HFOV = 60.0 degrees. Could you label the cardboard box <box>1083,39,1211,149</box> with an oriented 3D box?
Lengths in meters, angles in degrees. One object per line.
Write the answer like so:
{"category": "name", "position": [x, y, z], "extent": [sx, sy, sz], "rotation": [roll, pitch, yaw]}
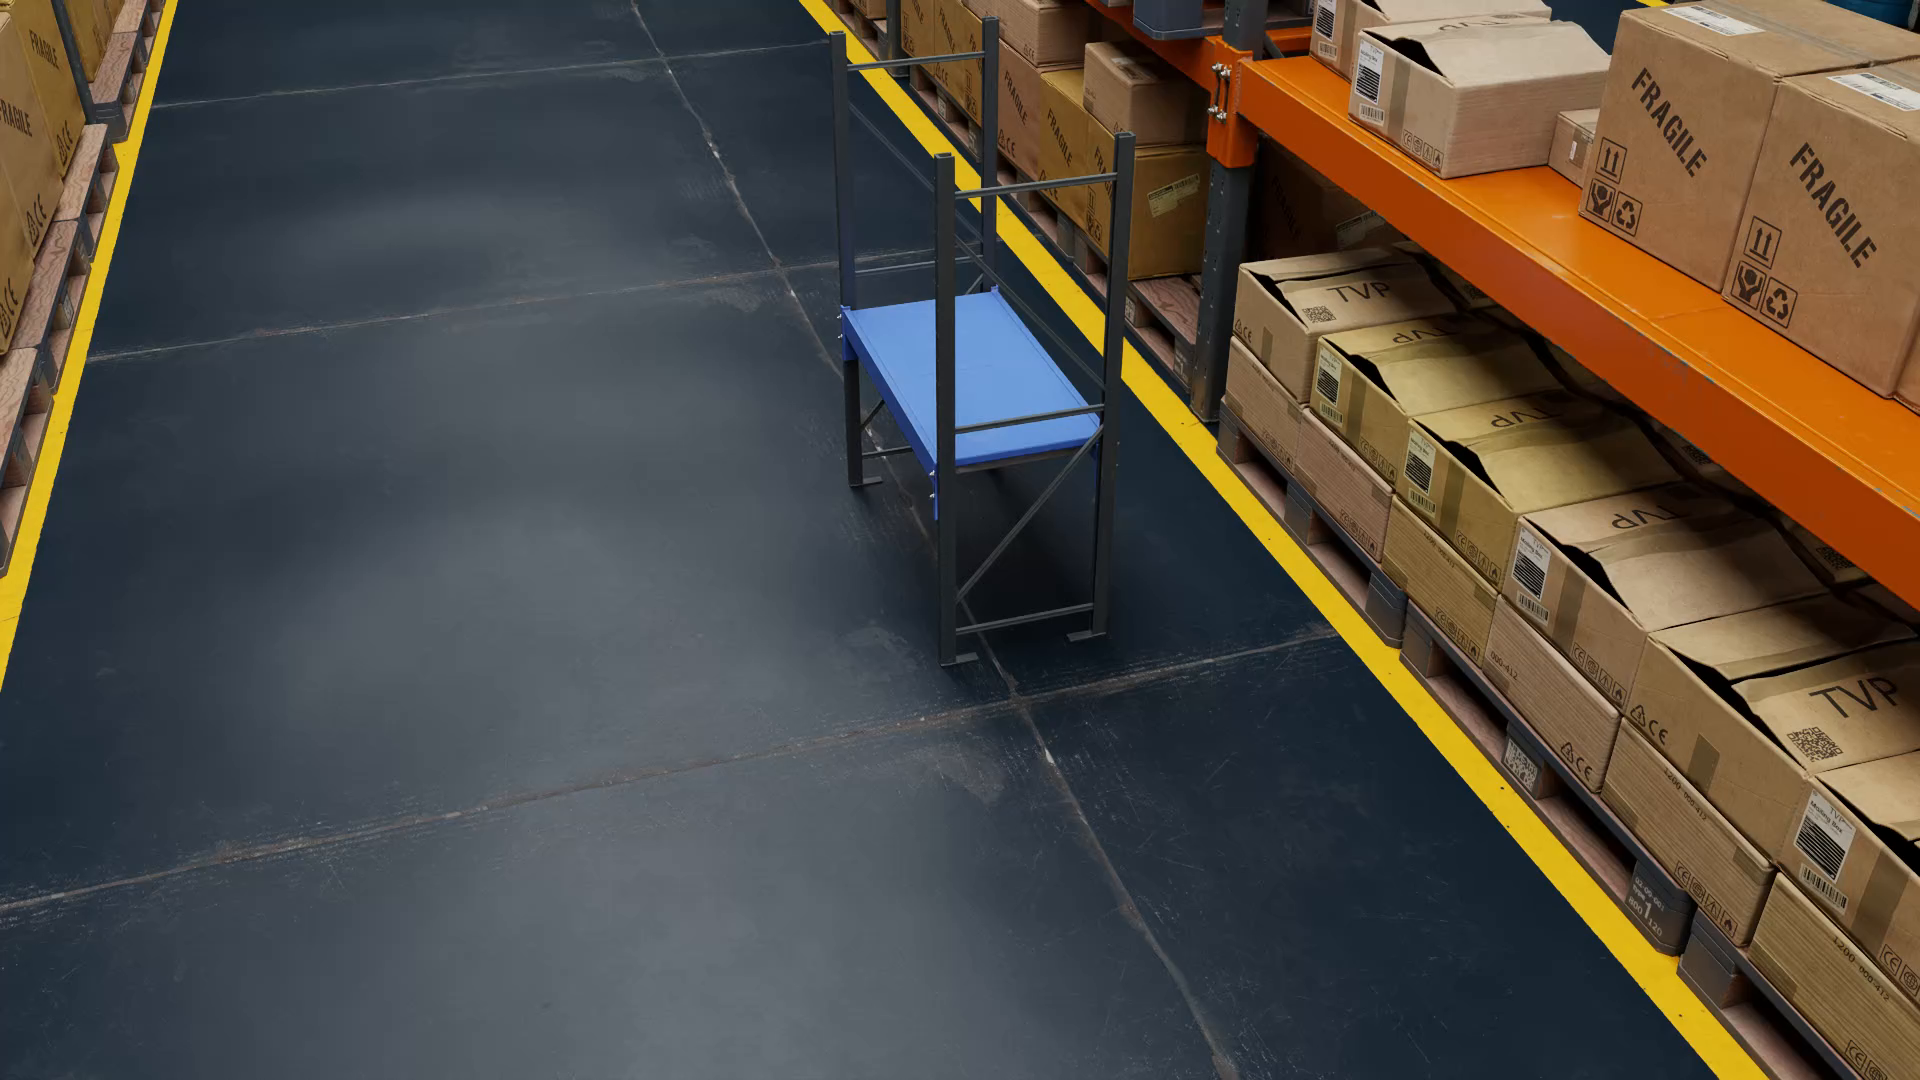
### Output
{"category": "cardboard box", "position": [0.786, -1.705, 6.297], "extent": [0.500, 0.250, 0.500], "rotation": [-9, 34, -13]}

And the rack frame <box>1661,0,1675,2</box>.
{"category": "rack frame", "position": [4.814, -4.702, 9.644], "extent": [1.000, 3.000, 0.127], "rotation": [-10, 35, -15]}

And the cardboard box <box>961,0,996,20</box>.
{"category": "cardboard box", "position": [0.316, -2.504, 7.507], "extent": [0.500, 0.250, 0.500], "rotation": [-10, 35, -15]}

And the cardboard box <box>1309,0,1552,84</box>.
{"category": "cardboard box", "position": [1.385, -1.535, 4.933], "extent": [0.500, 0.311, 0.500], "rotation": [-8, 34, -12]}

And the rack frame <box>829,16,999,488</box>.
{"category": "rack frame", "position": [-0.129, -0.848, 5.173], "extent": [0.500, 1.500, 0.032], "rotation": [-10, 35, -15]}

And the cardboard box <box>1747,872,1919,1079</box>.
{"category": "cardboard box", "position": [1.981, 0.867, 3.331], "extent": [0.500, 0.250, 0.500], "rotation": [-11, 35, -15]}

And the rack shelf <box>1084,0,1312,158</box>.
{"category": "rack shelf", "position": [0.706, -2.521, 6.996], "extent": [1.077, 0.370, 4.000], "rotation": [-10, 35, -15]}

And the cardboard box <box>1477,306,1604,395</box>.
{"category": "cardboard box", "position": [1.875, -0.527, 4.932], "extent": [0.500, 0.311, 0.500], "rotation": [-11, 35, -15]}

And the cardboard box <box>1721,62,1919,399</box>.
{"category": "cardboard box", "position": [2.004, -0.658, 3.434], "extent": [0.500, 0.500, 0.500], "rotation": [-10, 35, -15]}

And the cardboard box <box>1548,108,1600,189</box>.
{"category": "cardboard box", "position": [1.759, -1.006, 4.279], "extent": [0.380, 0.149, 0.250], "rotation": [-8, 34, -11]}

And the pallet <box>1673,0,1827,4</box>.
{"category": "pallet", "position": [5.010, -3.126, 9.790], "extent": [1.003, 0.211, 1.213], "rotation": [-10, 35, -15]}

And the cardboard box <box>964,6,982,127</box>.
{"category": "cardboard box", "position": [0.330, -2.175, 7.688], "extent": [0.500, 0.500, 0.500], "rotation": [-10, 35, -14]}

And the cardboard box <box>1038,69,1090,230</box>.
{"category": "cardboard box", "position": [0.650, -1.635, 6.871], "extent": [0.500, 0.500, 0.500], "rotation": [-11, 35, -16]}

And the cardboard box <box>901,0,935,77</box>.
{"category": "cardboard box", "position": [0.011, -2.716, 8.508], "extent": [0.500, 0.500, 0.500], "rotation": [-12, 35, -17]}

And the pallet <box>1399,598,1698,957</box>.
{"category": "pallet", "position": [1.898, 0.471, 4.346], "extent": [1.003, 0.211, 1.213], "rotation": [-10, 35, -15]}

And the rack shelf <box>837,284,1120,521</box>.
{"category": "rack shelf", "position": [0.026, -0.431, 4.868], "extent": [0.538, 0.185, 1.000], "rotation": [-10, 35, -15]}

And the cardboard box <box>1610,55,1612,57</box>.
{"category": "cardboard box", "position": [1.853, -1.240, 4.634], "extent": [0.380, 0.149, 0.250], "rotation": [-10, 35, -15]}

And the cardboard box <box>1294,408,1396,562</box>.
{"category": "cardboard box", "position": [1.350, -0.211, 4.961], "extent": [0.500, 0.250, 0.500], "rotation": [-11, 35, -16]}

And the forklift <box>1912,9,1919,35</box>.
{"category": "forklift", "position": [4.018, -2.038, 5.676], "extent": [1.130, 2.935, 3.031], "rotation": [-5, 34, -7]}

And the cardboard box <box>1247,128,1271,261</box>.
{"category": "cardboard box", "position": [1.284, -1.472, 6.625], "extent": [0.500, 0.500, 0.500], "rotation": [-11, 35, -16]}

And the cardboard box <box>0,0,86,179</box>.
{"category": "cardboard box", "position": [-4.299, -1.995, 7.117], "extent": [0.750, 0.750, 0.750], "rotation": [-10, 35, -14]}

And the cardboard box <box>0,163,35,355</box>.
{"category": "cardboard box", "position": [-3.761, -1.083, 5.737], "extent": [0.750, 0.750, 0.750], "rotation": [-10, 35, -15]}

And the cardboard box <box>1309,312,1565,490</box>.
{"category": "cardboard box", "position": [1.364, -0.434, 4.790], "extent": [0.500, 0.311, 0.500], "rotation": [-11, 35, -16]}

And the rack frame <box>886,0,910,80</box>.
{"category": "rack frame", "position": [0.096, -3.871, 8.387], "extent": [1.000, 3.000, 0.127], "rotation": [-10, 35, -15]}

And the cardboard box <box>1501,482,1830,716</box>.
{"category": "cardboard box", "position": [1.675, 0.104, 3.976], "extent": [0.500, 0.311, 0.500], "rotation": [-10, 35, -15]}

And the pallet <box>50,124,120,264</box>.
{"category": "pallet", "position": [-4.314, -1.480, 7.298], "extent": [1.003, 0.211, 1.213], "rotation": [-10, 35, -15]}

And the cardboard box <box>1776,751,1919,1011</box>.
{"category": "cardboard box", "position": [1.975, 0.631, 3.179], "extent": [0.500, 0.311, 0.500], "rotation": [-9, 35, -13]}

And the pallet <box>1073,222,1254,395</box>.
{"category": "pallet", "position": [1.124, -1.006, 6.580], "extent": [1.003, 0.211, 1.213], "rotation": [-10, 35, -15]}

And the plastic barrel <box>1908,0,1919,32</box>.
{"category": "plastic barrel", "position": [5.267, -2.867, 8.744], "extent": [0.421, 0.512, 0.421], "rotation": [0, 33, 0]}

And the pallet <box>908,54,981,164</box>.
{"category": "pallet", "position": [0.380, -2.287, 8.519], "extent": [1.003, 0.211, 1.213], "rotation": [-10, 35, -15]}

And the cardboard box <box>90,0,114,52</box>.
{"category": "cardboard box", "position": [-4.901, -2.842, 8.717], "extent": [0.700, 0.500, 0.500], "rotation": [-10, 35, -15]}

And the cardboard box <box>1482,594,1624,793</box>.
{"category": "cardboard box", "position": [1.671, 0.331, 4.142], "extent": [0.500, 0.250, 0.500], "rotation": [-9, 35, -14]}

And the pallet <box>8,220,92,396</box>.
{"category": "pallet", "position": [-3.938, -0.838, 6.327], "extent": [1.003, 0.211, 1.213], "rotation": [-10, 35, -15]}

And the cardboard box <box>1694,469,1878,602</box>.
{"category": "cardboard box", "position": [2.177, 0.002, 4.131], "extent": [0.500, 0.311, 0.500], "rotation": [-9, 35, -13]}

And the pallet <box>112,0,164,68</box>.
{"category": "pallet", "position": [-5.154, -2.926, 9.487], "extent": [1.003, 0.211, 1.213], "rotation": [-10, 35, -15]}

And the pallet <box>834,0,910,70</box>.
{"category": "pallet", "position": [-0.113, -3.068, 9.702], "extent": [1.003, 0.211, 1.213], "rotation": [-10, 35, -15]}

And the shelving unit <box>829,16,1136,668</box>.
{"category": "shelving unit", "position": [0.026, -0.581, 4.769], "extent": [0.538, 1.500, 1.048], "rotation": [-10, 35, -15]}
